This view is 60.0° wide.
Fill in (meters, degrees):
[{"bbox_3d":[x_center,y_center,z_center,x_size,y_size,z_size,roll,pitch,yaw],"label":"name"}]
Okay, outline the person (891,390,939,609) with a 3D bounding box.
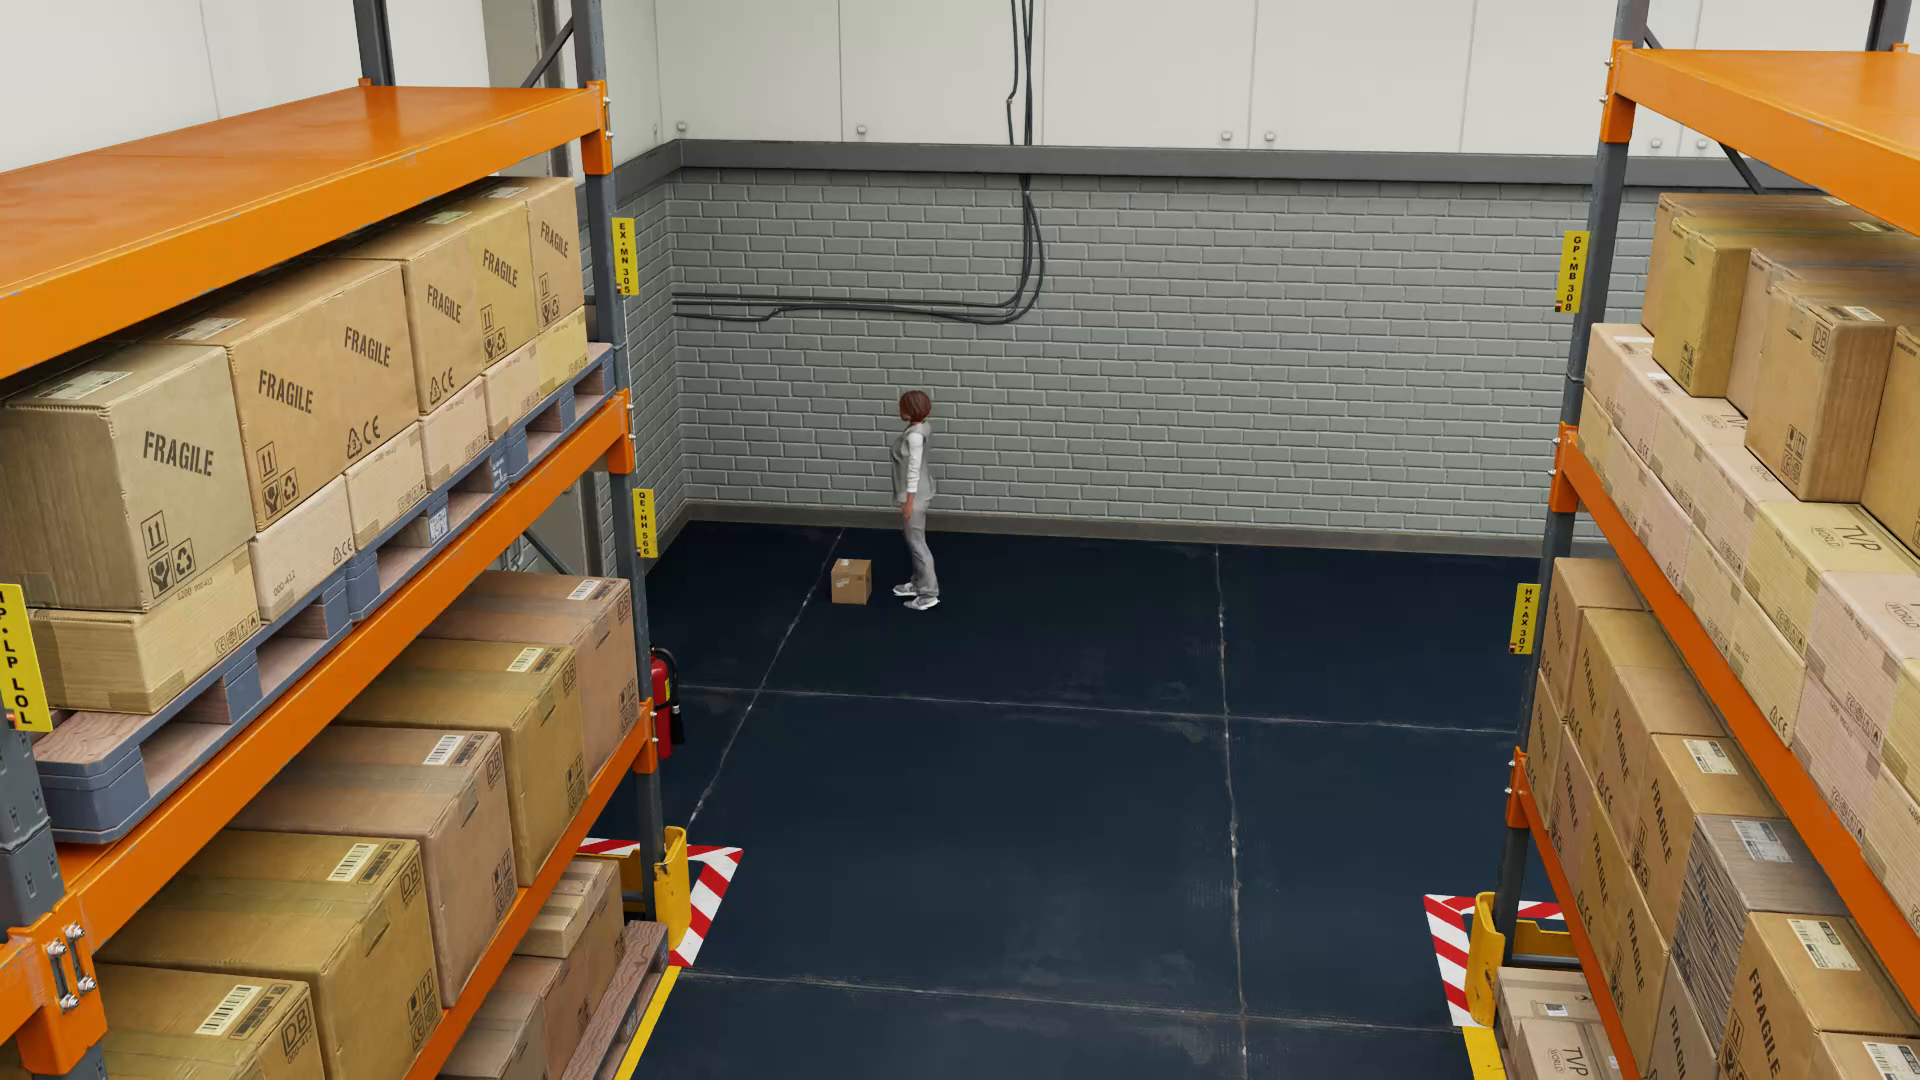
[{"bbox_3d":[-0.326,-0.284,11.863,0.364,1.632,0.410,3,22,7],"label":"person"}]
